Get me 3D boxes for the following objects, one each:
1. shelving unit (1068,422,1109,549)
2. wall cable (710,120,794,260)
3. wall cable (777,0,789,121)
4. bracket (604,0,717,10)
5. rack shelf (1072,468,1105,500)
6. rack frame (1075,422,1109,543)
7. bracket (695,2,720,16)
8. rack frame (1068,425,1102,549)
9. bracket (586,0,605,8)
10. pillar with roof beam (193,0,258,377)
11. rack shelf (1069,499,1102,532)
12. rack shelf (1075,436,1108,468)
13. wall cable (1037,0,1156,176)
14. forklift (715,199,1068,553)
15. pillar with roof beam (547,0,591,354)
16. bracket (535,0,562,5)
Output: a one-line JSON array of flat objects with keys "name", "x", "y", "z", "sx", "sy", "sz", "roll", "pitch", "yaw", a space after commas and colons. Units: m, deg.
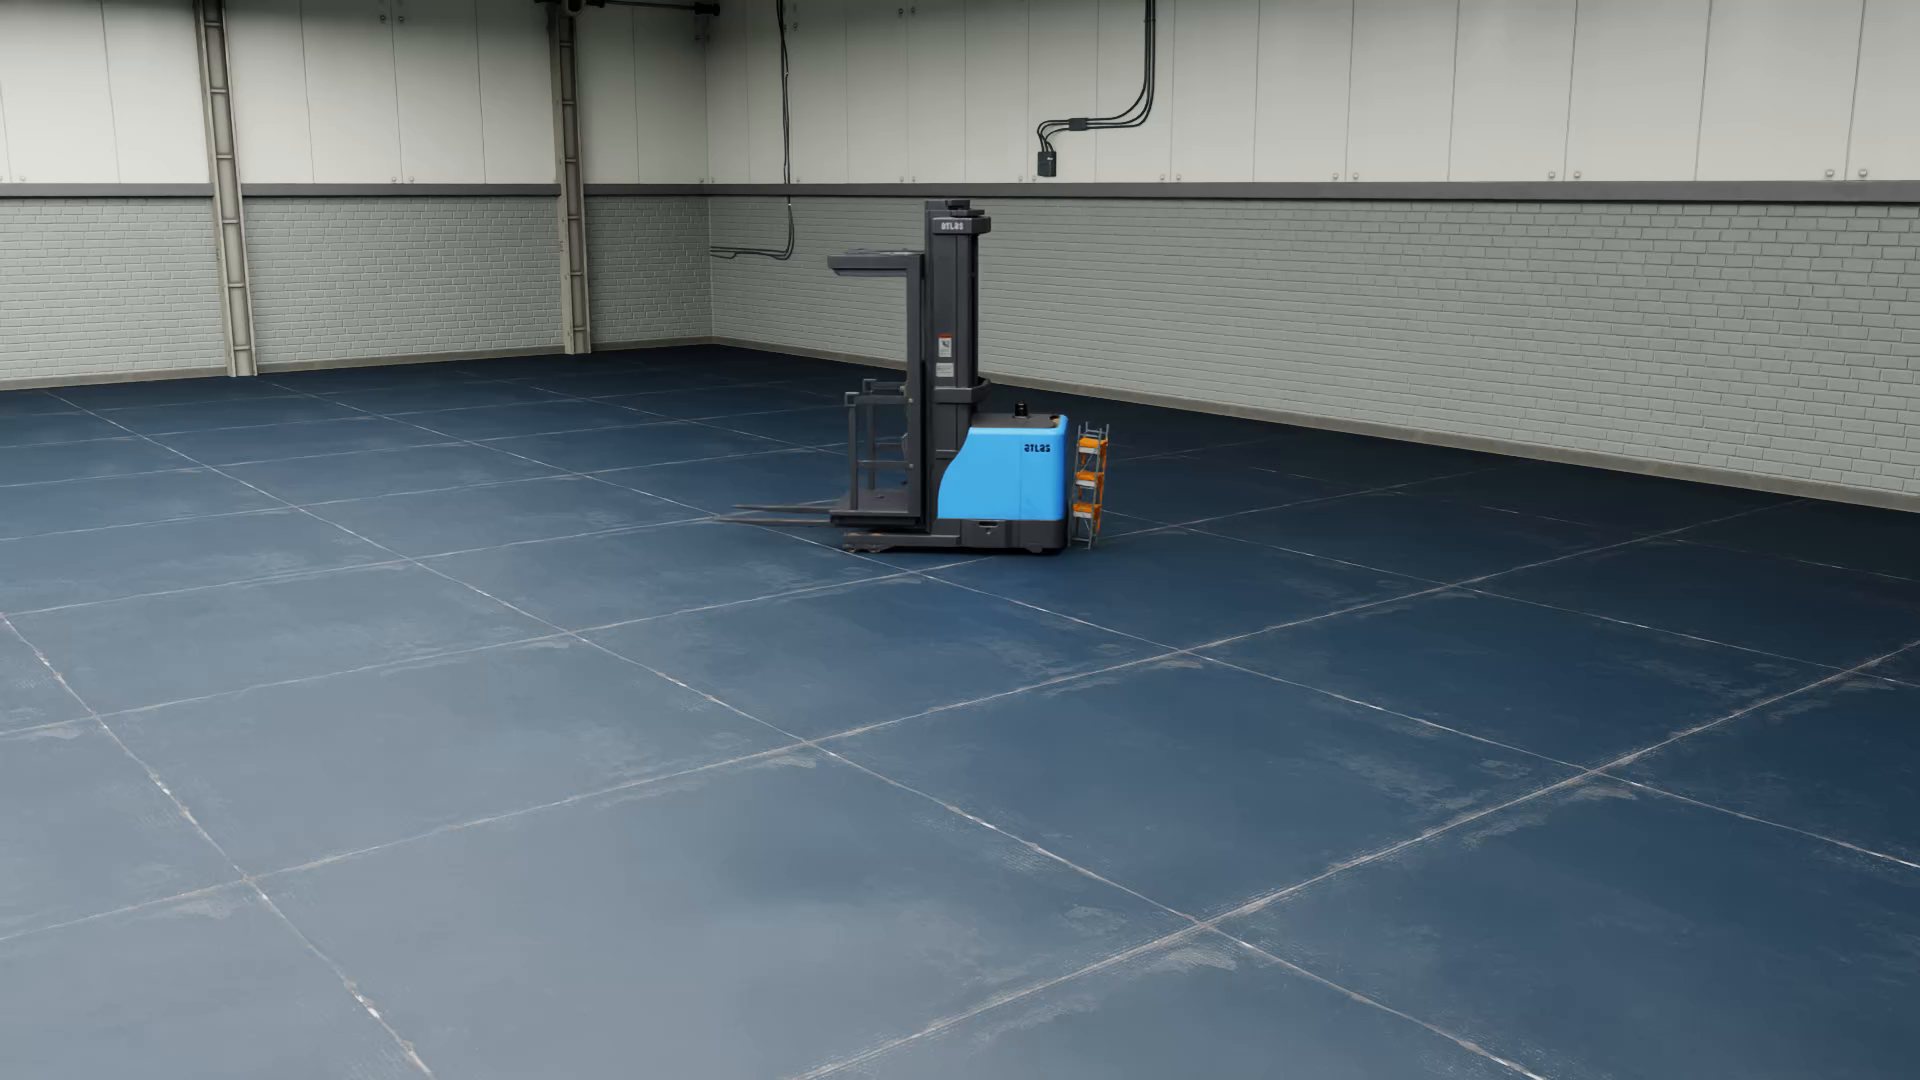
[{"name": "shelving unit", "x": 1.102, "y": -0.470, "z": 14.277, "sx": 0.215, "sy": 1.050, "sz": 0.252, "roll": 9, "pitch": 14, "yaw": 18}, {"name": "wall cable", "x": -4.017, "y": -6.544, "z": 31.258, "sx": 0.112, "sy": 2.526, "sz": 3.097, "roll": -9, "pitch": 15, "yaw": -38}, {"name": "wall cable", "x": -2.327, "y": -8.576, "z": 28.667, "sx": 0.112, "sy": 2.526, "sz": 3.097, "roll": -9, "pitch": 15, "yaw": -38}, {"name": "bracket", "x": -5.209, "y": -9.883, "z": 30.841, "sx": 3.189, "sy": 0.066, "sz": 0.076, "roll": -9, "pitch": 15, "yaw": -38}, {"name": "rack shelf", "x": 1.101, "y": -0.460, "z": 14.279, "sx": 0.215, "sy": 0.259, "sz": 0.240, "roll": 9, "pitch": 14, "yaw": 18}, {"name": "rack frame", "x": 1.142, "y": -0.494, "z": 14.390, "sx": 0.200, "sy": 1.050, "sz": 0.008, "roll": 9, "pitch": 14, "yaw": 18}, {"name": "bracket", "x": -4.747, "y": -9.960, "z": 31.202, "sx": 0.430, "sy": 0.232, "sz": 0.235, "roll": -9, "pitch": 15, "yaw": -38}, {"name": "rack frame", "x": 1.062, "y": -0.446, "z": 14.164, "sx": 0.200, "sy": 1.050, "sz": 0.008, "roll": 9, "pitch": 14, "yaw": 18}, {"name": "bracket", "x": -6.598, "y": -9.652, "z": 29.754, "sx": 0.430, "sy": 0.232, "sz": 0.235, "roll": -9, "pitch": 15, "yaw": -38}, {"name": "pillar with roof beam", "x": -9.140, "y": -6.418, "z": 23.191, "sx": 0.400, "sy": 9.000, "sz": 9.100, "roll": -9, "pitch": 15, "yaw": -38}, {"name": "rack shelf", "x": 1.081, "y": -0.190, "z": 14.344, "sx": 0.215, "sy": 0.259, "sz": 0.240, "roll": 9, "pitch": 14, "yaw": 18}, {"name": "rack shelf", "x": 1.122, "y": -0.735, "z": 14.213, "sx": 0.215, "sy": 0.259, "sz": 0.240, "roll": 9, "pitch": 14, "yaw": 18}, {"name": "wall cable", "x": 1.901, "y": -8.185, "z": 23.322, "sx": 0.169, "sy": 6.003, "sz": 2.305, "roll": -9, "pitch": 15, "yaw": -38}, {"name": "forklift", "x": -0.586, "y": -1.430, "z": 14.305, "sx": 3.031, "sy": 2.935, "sz": 1.130, "roll": 1, "pitch": 12, "yaw": 5}, {"name": "pillar with roof beam", "x": -4.454, "y": -7.197, "z": 26.857, "sx": 0.548, "sy": 9.000, "sz": 9.100, "roll": -9, "pitch": 15, "yaw": -38}, {"name": "bracket", "x": -7.246, "y": -9.545, "z": 29.247, "sx": 0.430, "sy": 0.232, "sz": 0.235, "roll": -9, "pitch": 15, "yaw": -38}]
